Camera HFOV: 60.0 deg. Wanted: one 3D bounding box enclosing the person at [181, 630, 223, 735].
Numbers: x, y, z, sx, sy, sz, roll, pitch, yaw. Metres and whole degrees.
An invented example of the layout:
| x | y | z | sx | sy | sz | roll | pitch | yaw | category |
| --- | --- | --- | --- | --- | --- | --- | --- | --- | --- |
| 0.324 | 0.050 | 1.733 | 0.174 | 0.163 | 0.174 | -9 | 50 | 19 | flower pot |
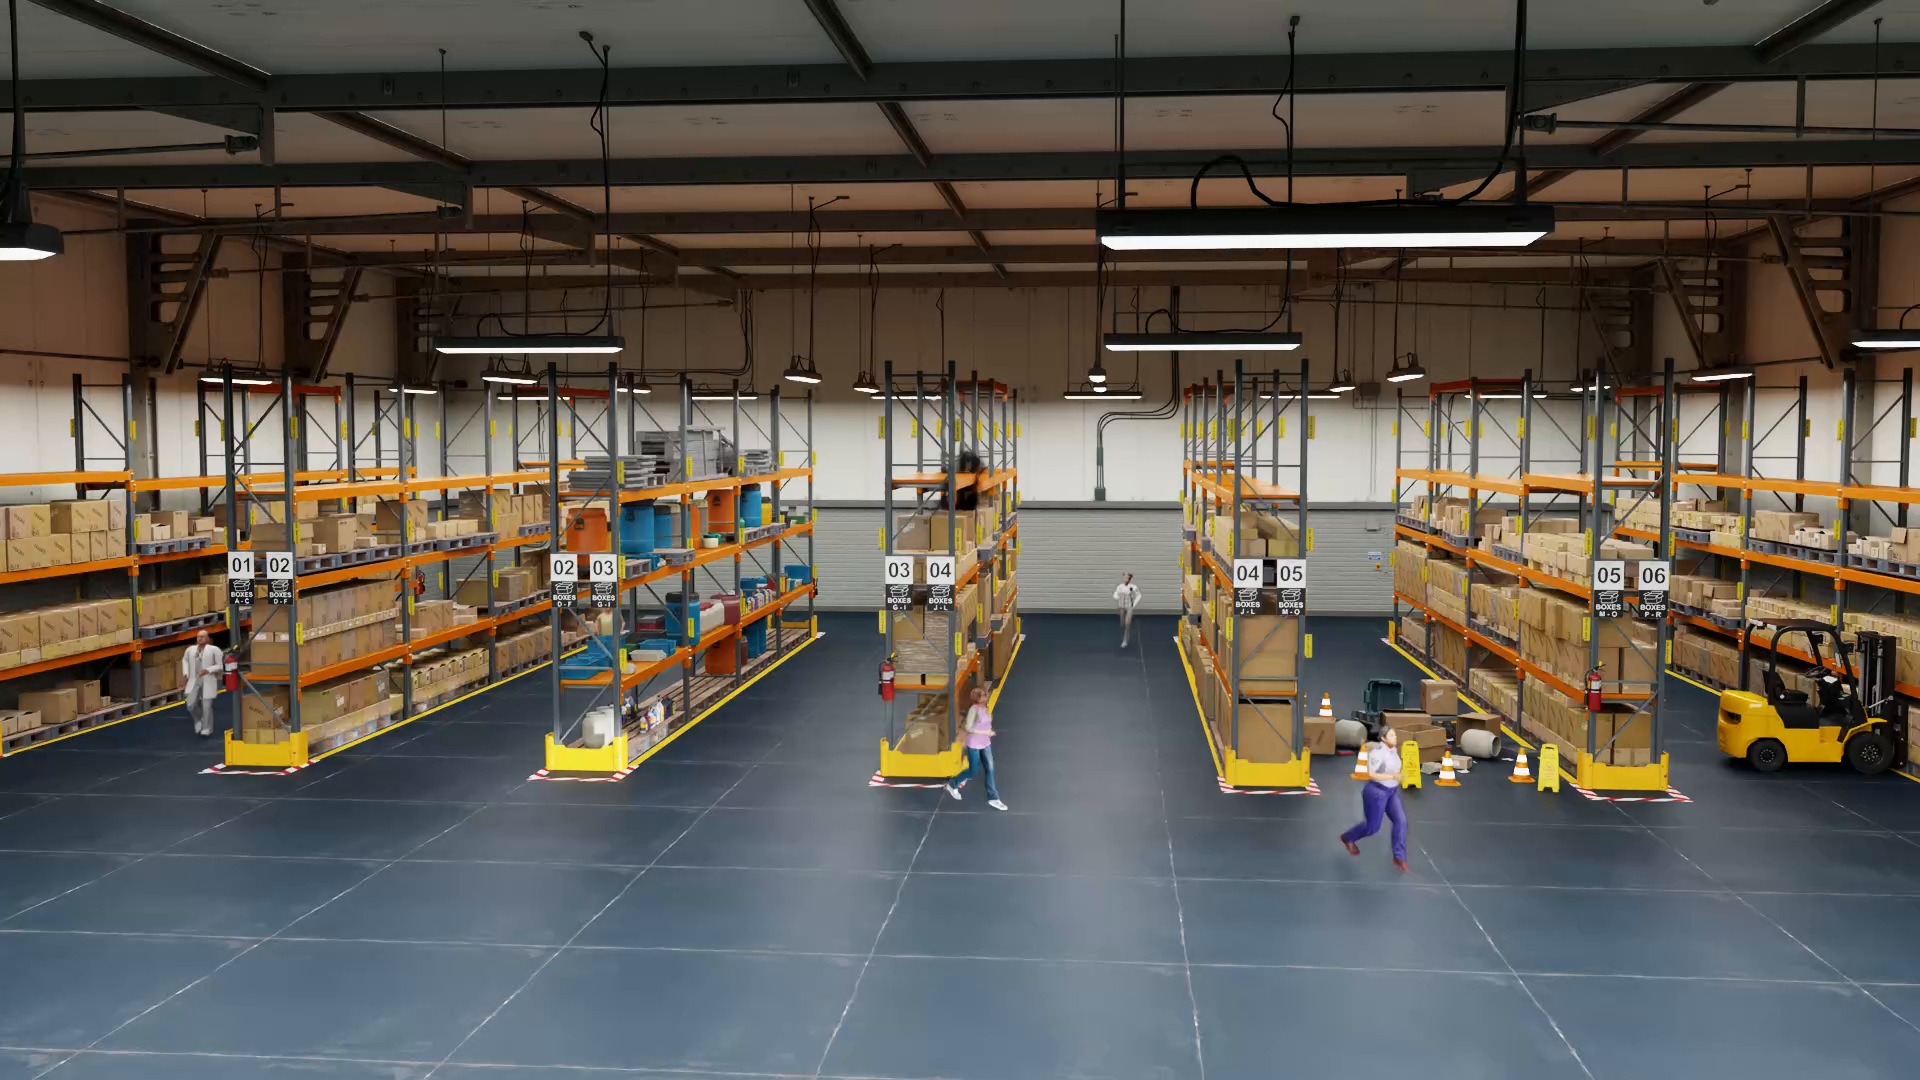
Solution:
| x | y | z | sx | sy | sz | roll | pitch | yaw | category |
| --- | --- | --- | --- | --- | --- | --- | --- | --- | --- |
| -12.374 | 2.341 | 27.105 | 0.704 | 1.734 | 0.653 | -1 | 4 | -8 | person |

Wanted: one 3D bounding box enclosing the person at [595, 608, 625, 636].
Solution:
| x | y | z | sx | sy | sz | roll | pitch | yaw | category |
| --- | --- | --- | --- | --- | --- | --- | --- | --- | --- |
| -6.996 | 2.007 | 33.162 | 0.593 | 1.635 | 0.894 | 0 | 4 | -2 | person |

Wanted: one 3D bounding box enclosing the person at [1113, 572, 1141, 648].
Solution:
| x | y | z | sx | sy | sz | roll | pitch | yaw | category |
| --- | --- | --- | --- | --- | --- | --- | --- | --- | --- |
| 3.842 | 1.601 | 38.579 | 0.621 | 1.717 | 0.828 | 2 | 4 | 25 | person |

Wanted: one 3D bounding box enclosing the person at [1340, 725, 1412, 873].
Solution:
| x | y | z | sx | sy | sz | roll | pitch | yaw | category |
| --- | --- | --- | --- | --- | --- | --- | --- | --- | --- |
| 4.799 | 2.955 | 19.097 | 0.620 | 1.693 | 0.912 | -3 | 5 | -43 | person |

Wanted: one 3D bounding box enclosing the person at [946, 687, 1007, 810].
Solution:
| x | y | z | sx | sy | sz | roll | pitch | yaw | category |
| --- | --- | --- | --- | --- | --- | --- | --- | --- | --- |
| 0.215 | 2.742 | 21.995 | 0.890 | 1.598 | 0.544 | 2 | 4 | 32 | person |
